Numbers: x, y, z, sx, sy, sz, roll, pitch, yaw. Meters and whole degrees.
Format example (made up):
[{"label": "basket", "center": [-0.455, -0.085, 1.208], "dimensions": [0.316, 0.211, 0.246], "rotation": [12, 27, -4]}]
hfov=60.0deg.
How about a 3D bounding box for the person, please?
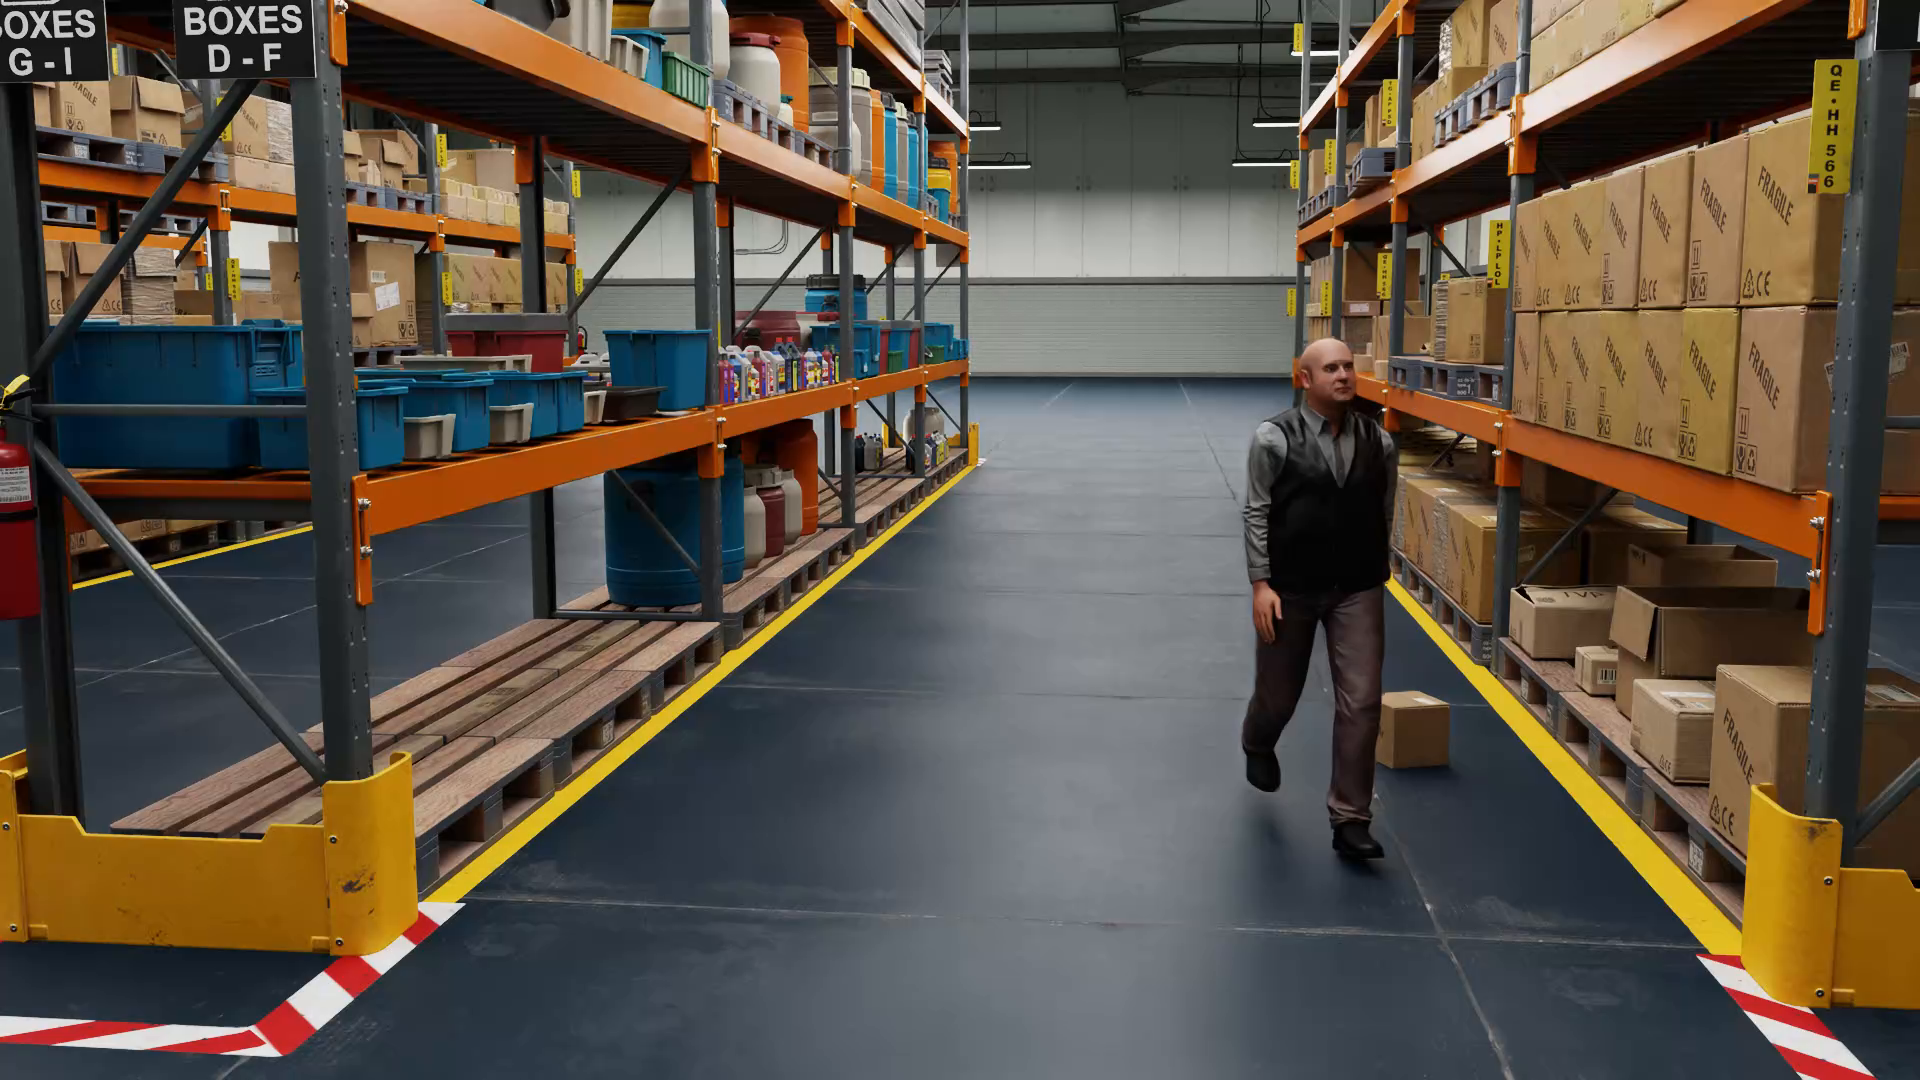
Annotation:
[{"label": "person", "center": [1.213, 0.165, 5.652], "dimensions": [0.531, 1.690, 0.955], "rotation": [0, 8, -3]}]
